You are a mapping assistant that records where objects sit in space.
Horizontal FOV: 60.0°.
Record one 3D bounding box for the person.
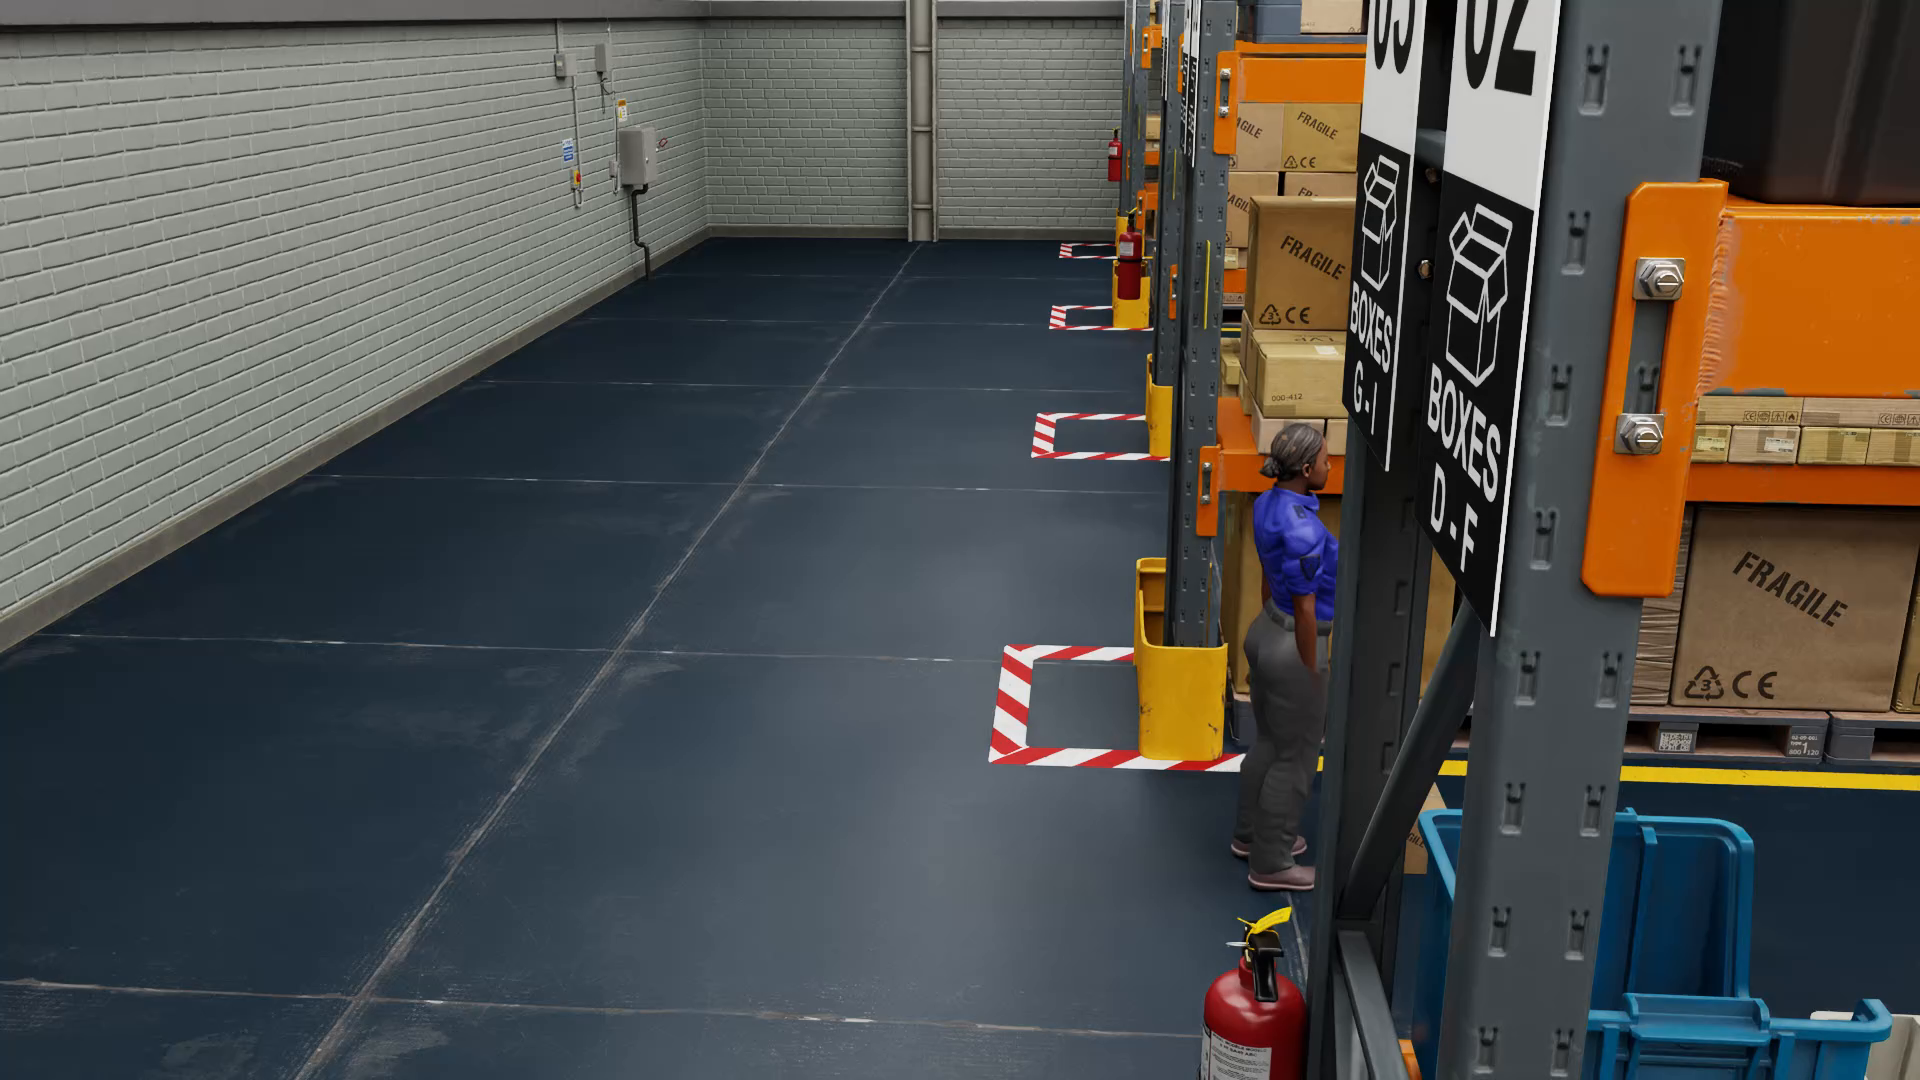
[{"bbox_3d":[1.152,0.401,5.803,0.307,1.661,0.438,-2,18,-8],"label":"person"}]
